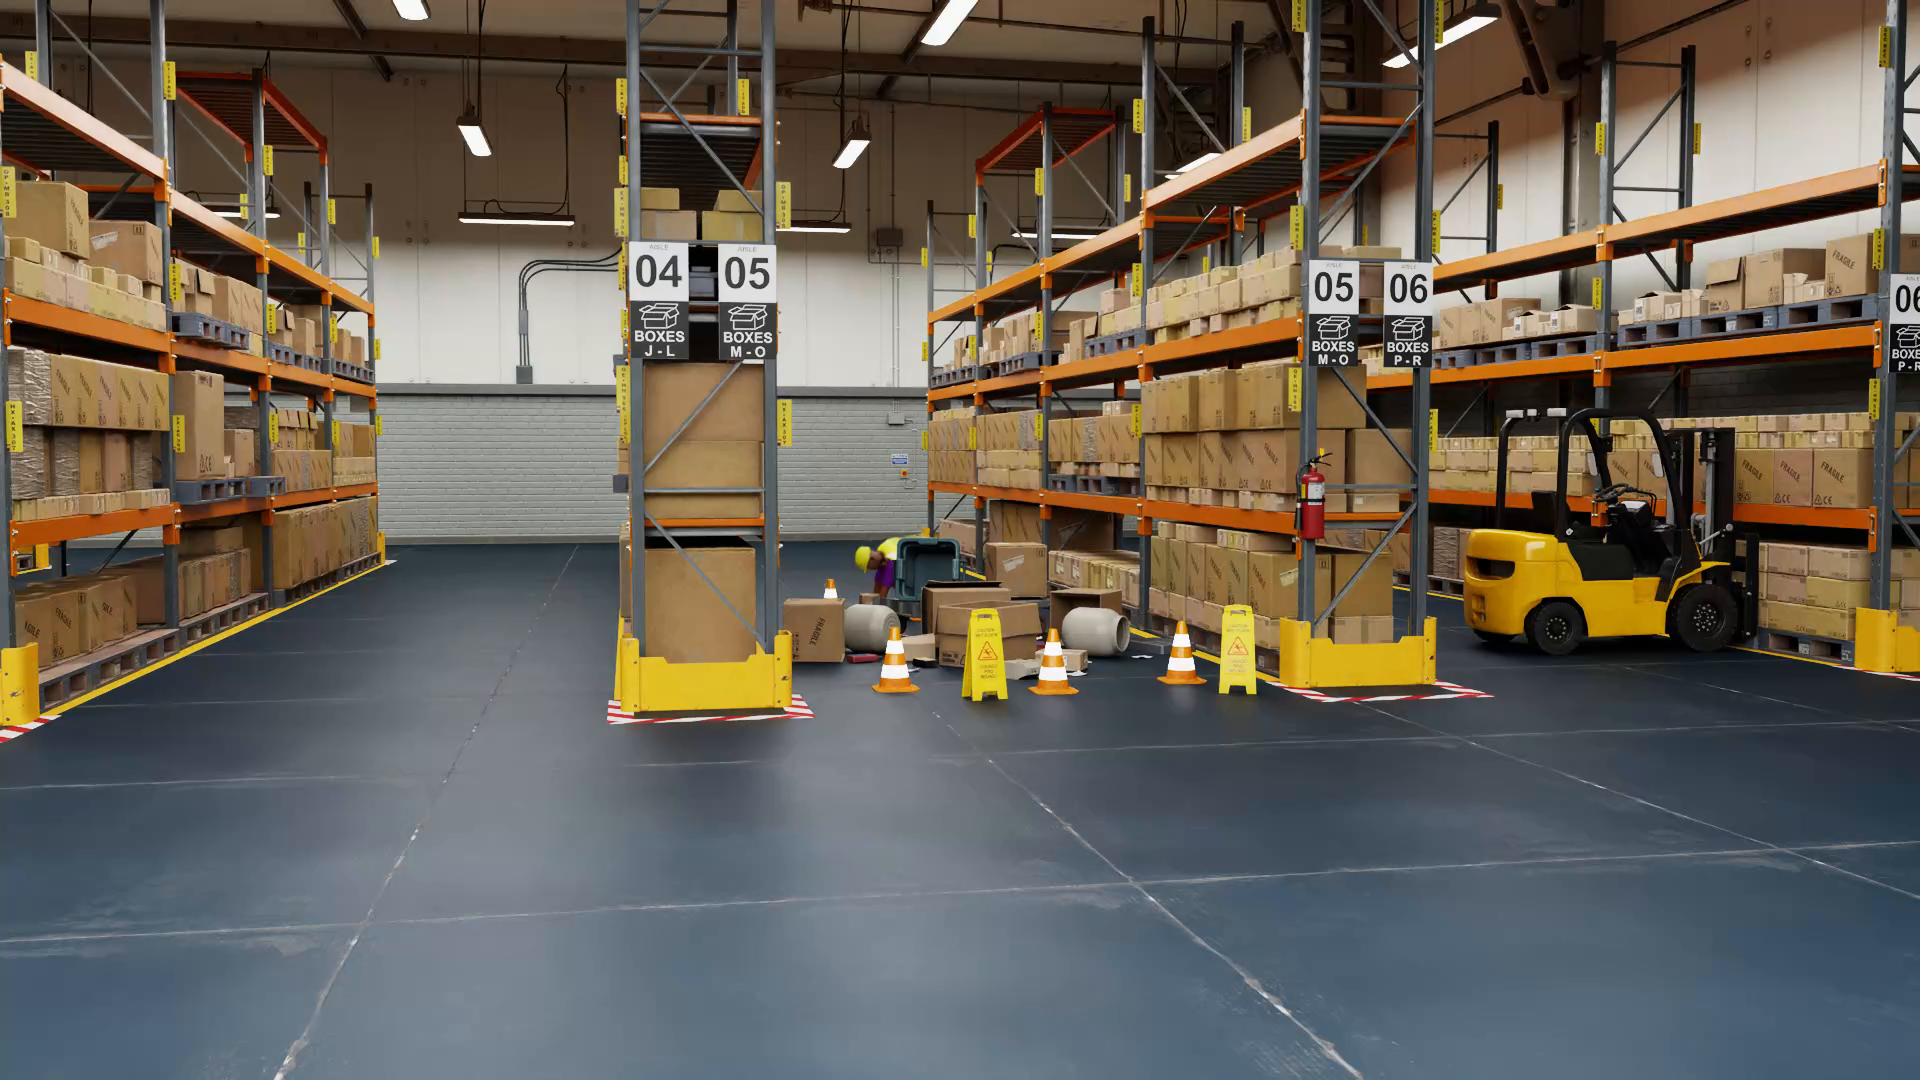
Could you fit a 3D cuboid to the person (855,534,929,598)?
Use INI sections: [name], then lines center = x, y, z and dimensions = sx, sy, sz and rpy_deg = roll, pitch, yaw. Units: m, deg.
[person]
center = -0.636, 0.395, 17.722
dimensions = 0.979, 0.905, 0.510
rpy_deg = -1, 3, -14
